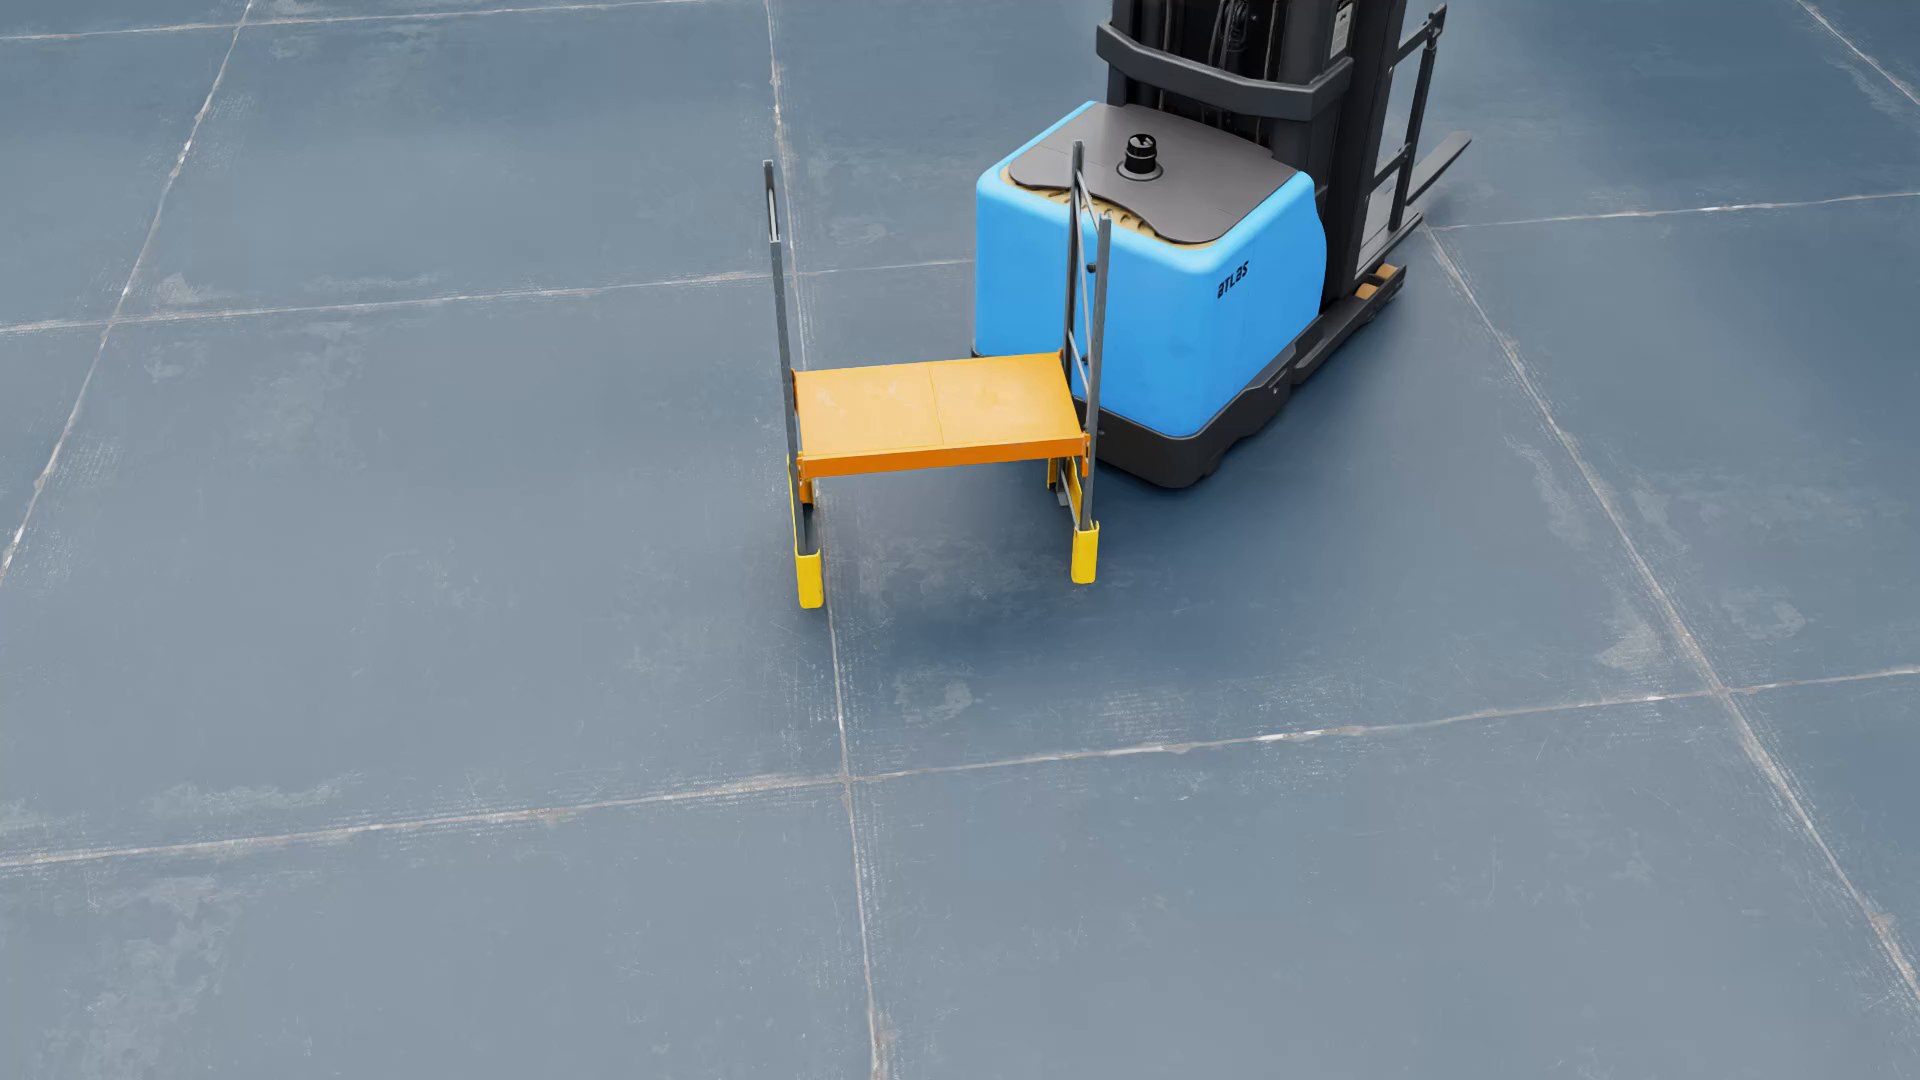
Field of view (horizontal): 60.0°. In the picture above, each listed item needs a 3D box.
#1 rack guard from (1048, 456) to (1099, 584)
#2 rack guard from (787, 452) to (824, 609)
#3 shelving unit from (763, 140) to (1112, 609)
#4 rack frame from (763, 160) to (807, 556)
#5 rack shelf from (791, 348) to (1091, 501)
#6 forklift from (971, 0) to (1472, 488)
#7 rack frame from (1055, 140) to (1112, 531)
[{"bbox_3d":[0.418,-0.129,6.207,0.087,0.250,0.587,-5,42,-6],"label":"rack guard"},{"bbox_3d":[-0.569,-0.043,6.111,0.087,0.250,0.587,-5,42,-6],"label":"rack guard"},{"bbox_3d":[-0.076,-0.550,5.740,1.083,1.500,0.587,-5,42,-6],"label":"shelving unit"},{"bbox_3d":[-0.589,-0.505,5.691,0.032,1.500,0.500,-5,42,-6],"label":"rack frame"},{"bbox_3d":[-0.085,-0.416,5.860,1.000,0.185,0.538,-5,42,-6],"label":"rack shelf"},{"bbox_3d":[1.328,-2.226,6.529,1.130,2.935,3.031,27,48,26],"label":"forklift"},{"bbox_3d":[0.419,-0.594,5.788,0.032,1.500,0.500,-5,42,-6],"label":"rack frame"}]
